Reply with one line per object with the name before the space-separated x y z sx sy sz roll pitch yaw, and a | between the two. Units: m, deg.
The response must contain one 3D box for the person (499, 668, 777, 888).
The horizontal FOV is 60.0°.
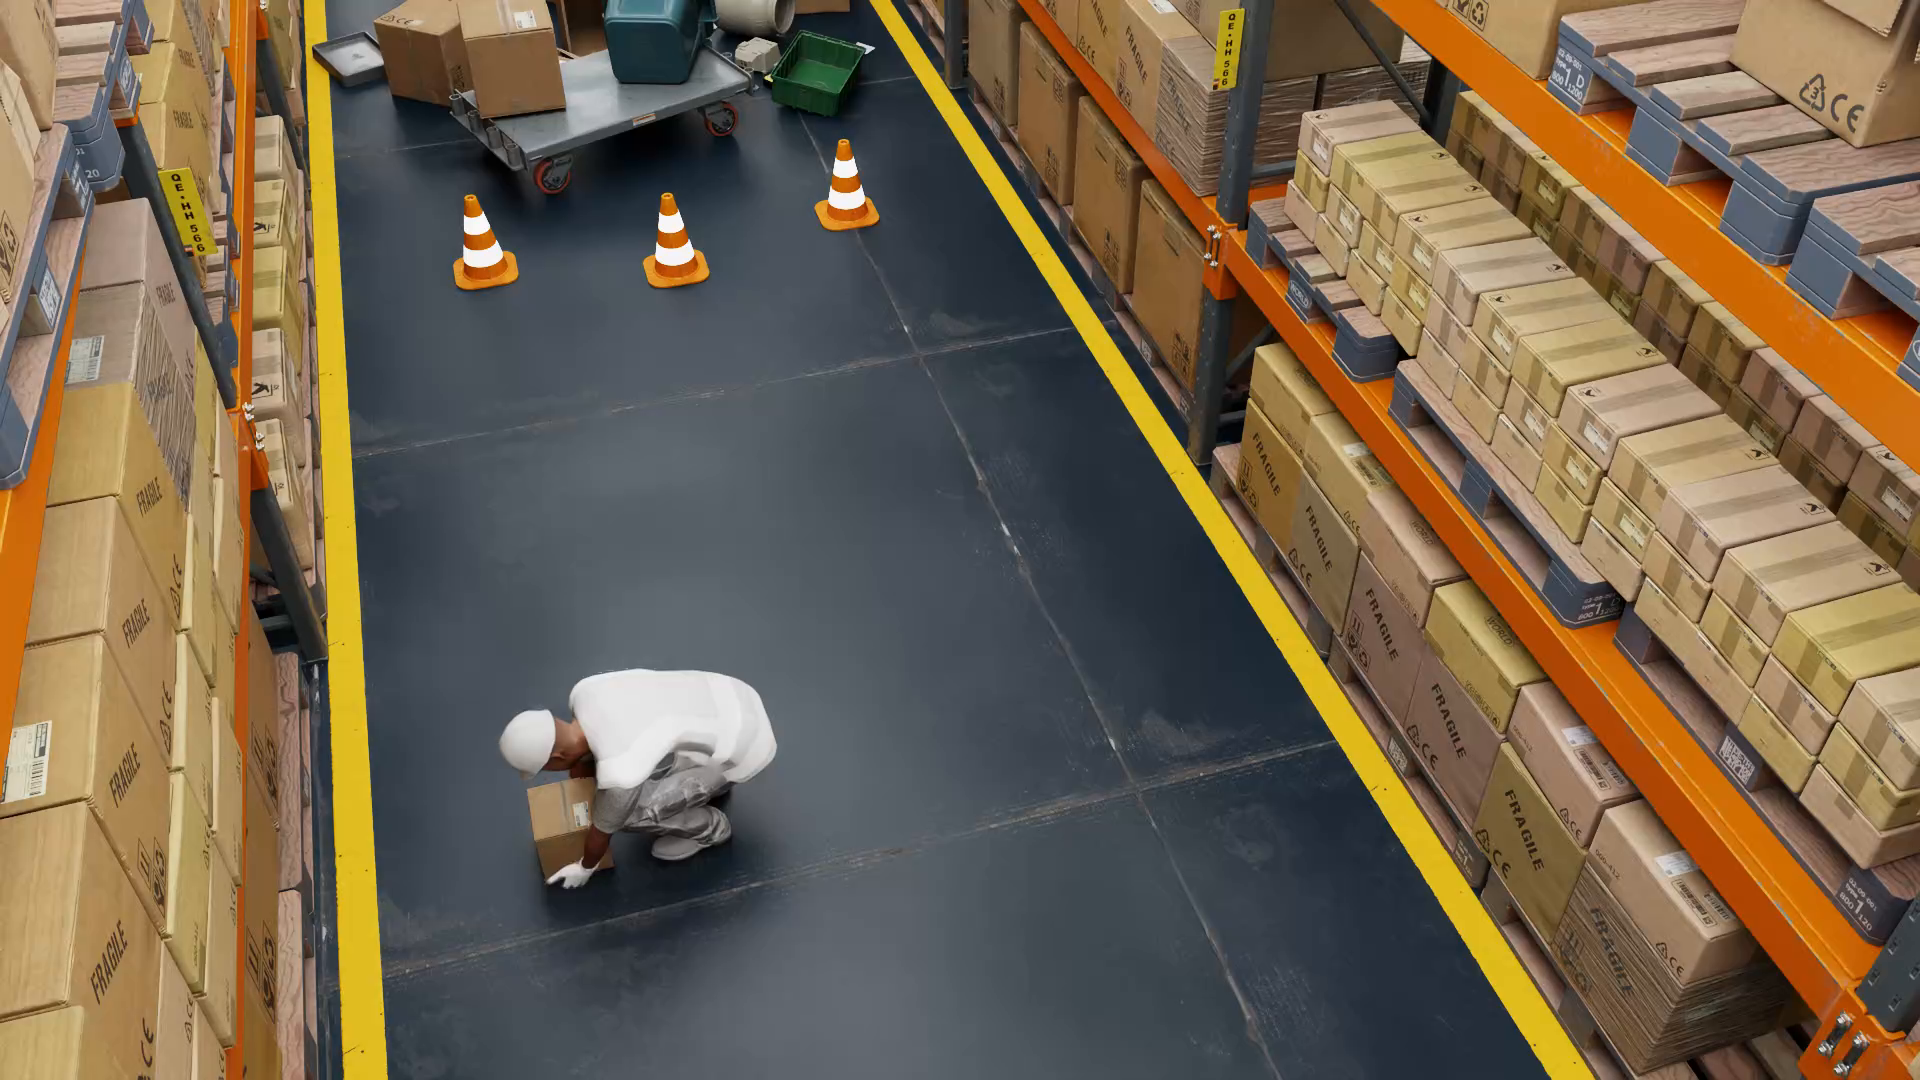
person | -1.130 0.838 6.015 0.937 0.878 0.574 -12 43 -13
